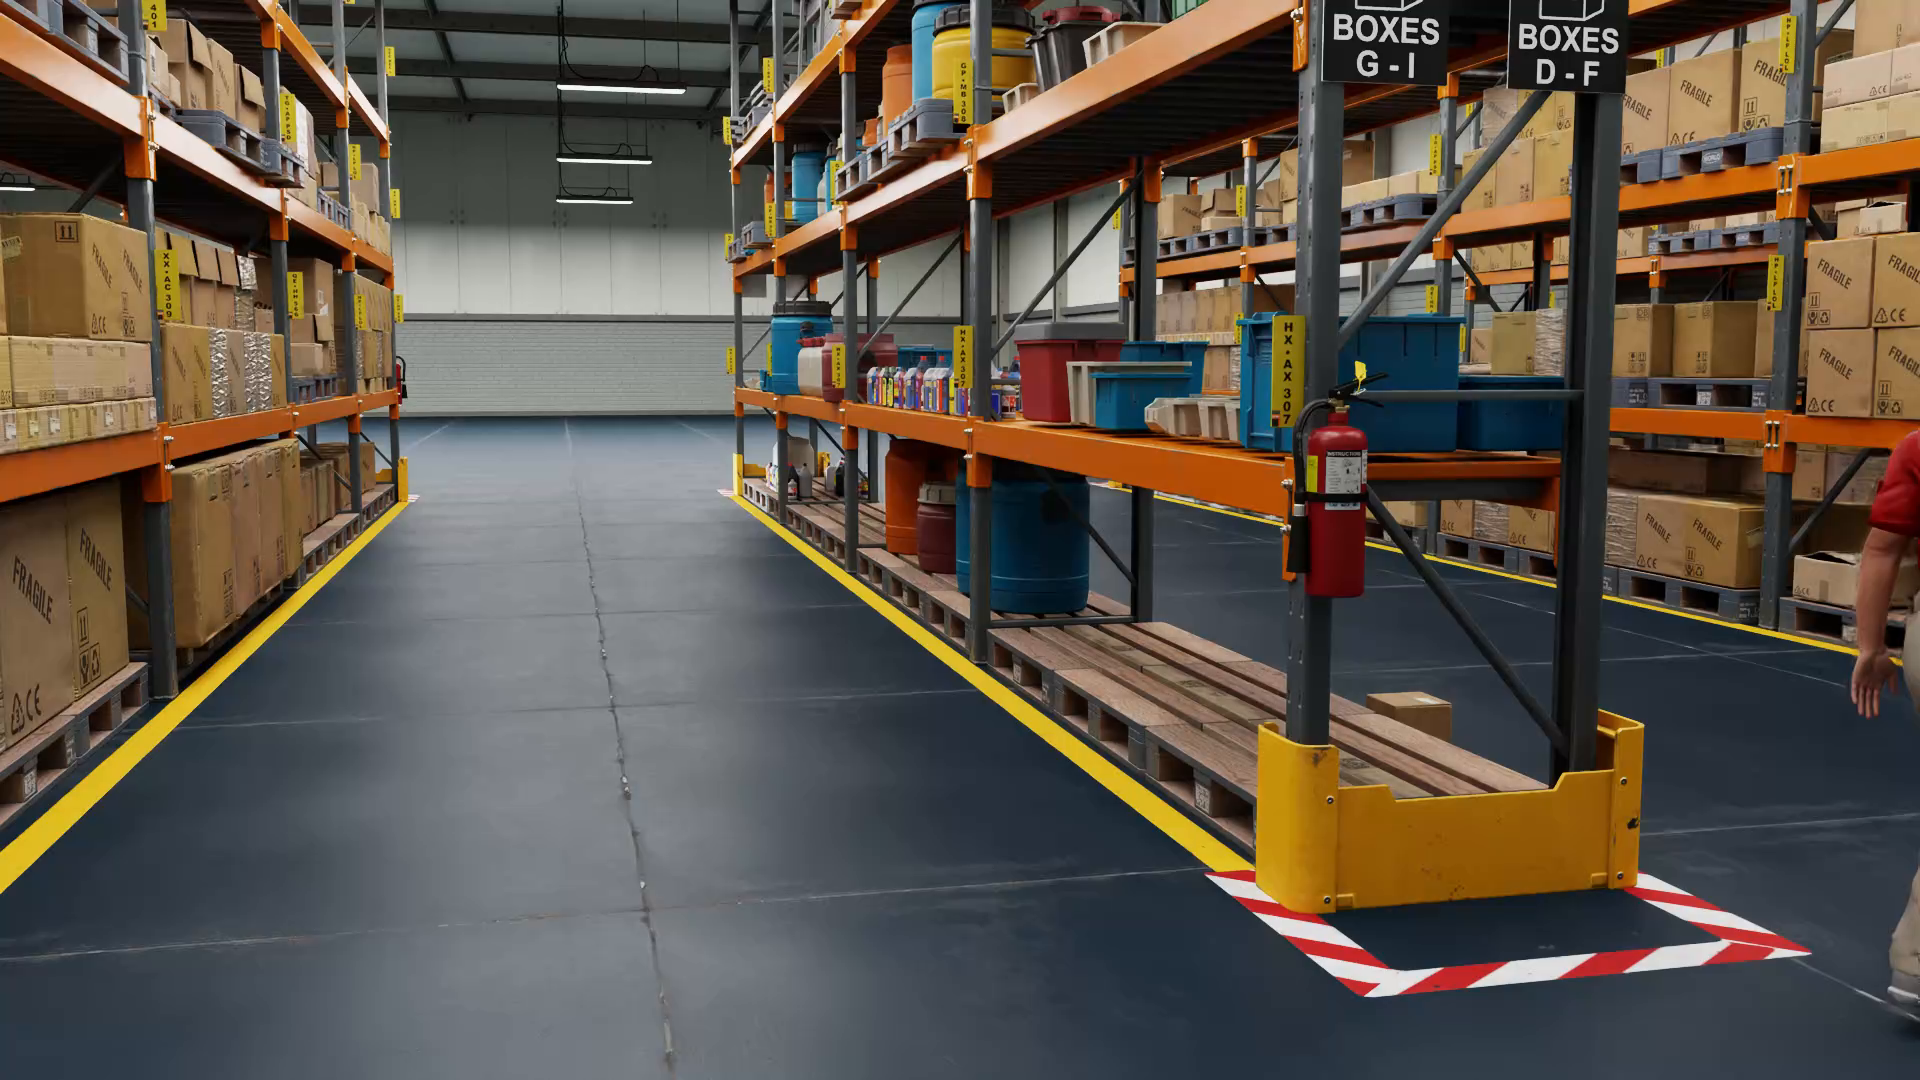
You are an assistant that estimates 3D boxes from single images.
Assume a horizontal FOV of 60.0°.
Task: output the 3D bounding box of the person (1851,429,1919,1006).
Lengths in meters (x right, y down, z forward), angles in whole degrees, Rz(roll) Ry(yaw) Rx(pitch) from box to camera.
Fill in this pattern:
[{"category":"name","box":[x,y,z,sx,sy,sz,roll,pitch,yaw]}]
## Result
[{"category":"person","box":[2.691,0.286,4.258,1.052,1.665,0.558,-3,7,-27]}]
